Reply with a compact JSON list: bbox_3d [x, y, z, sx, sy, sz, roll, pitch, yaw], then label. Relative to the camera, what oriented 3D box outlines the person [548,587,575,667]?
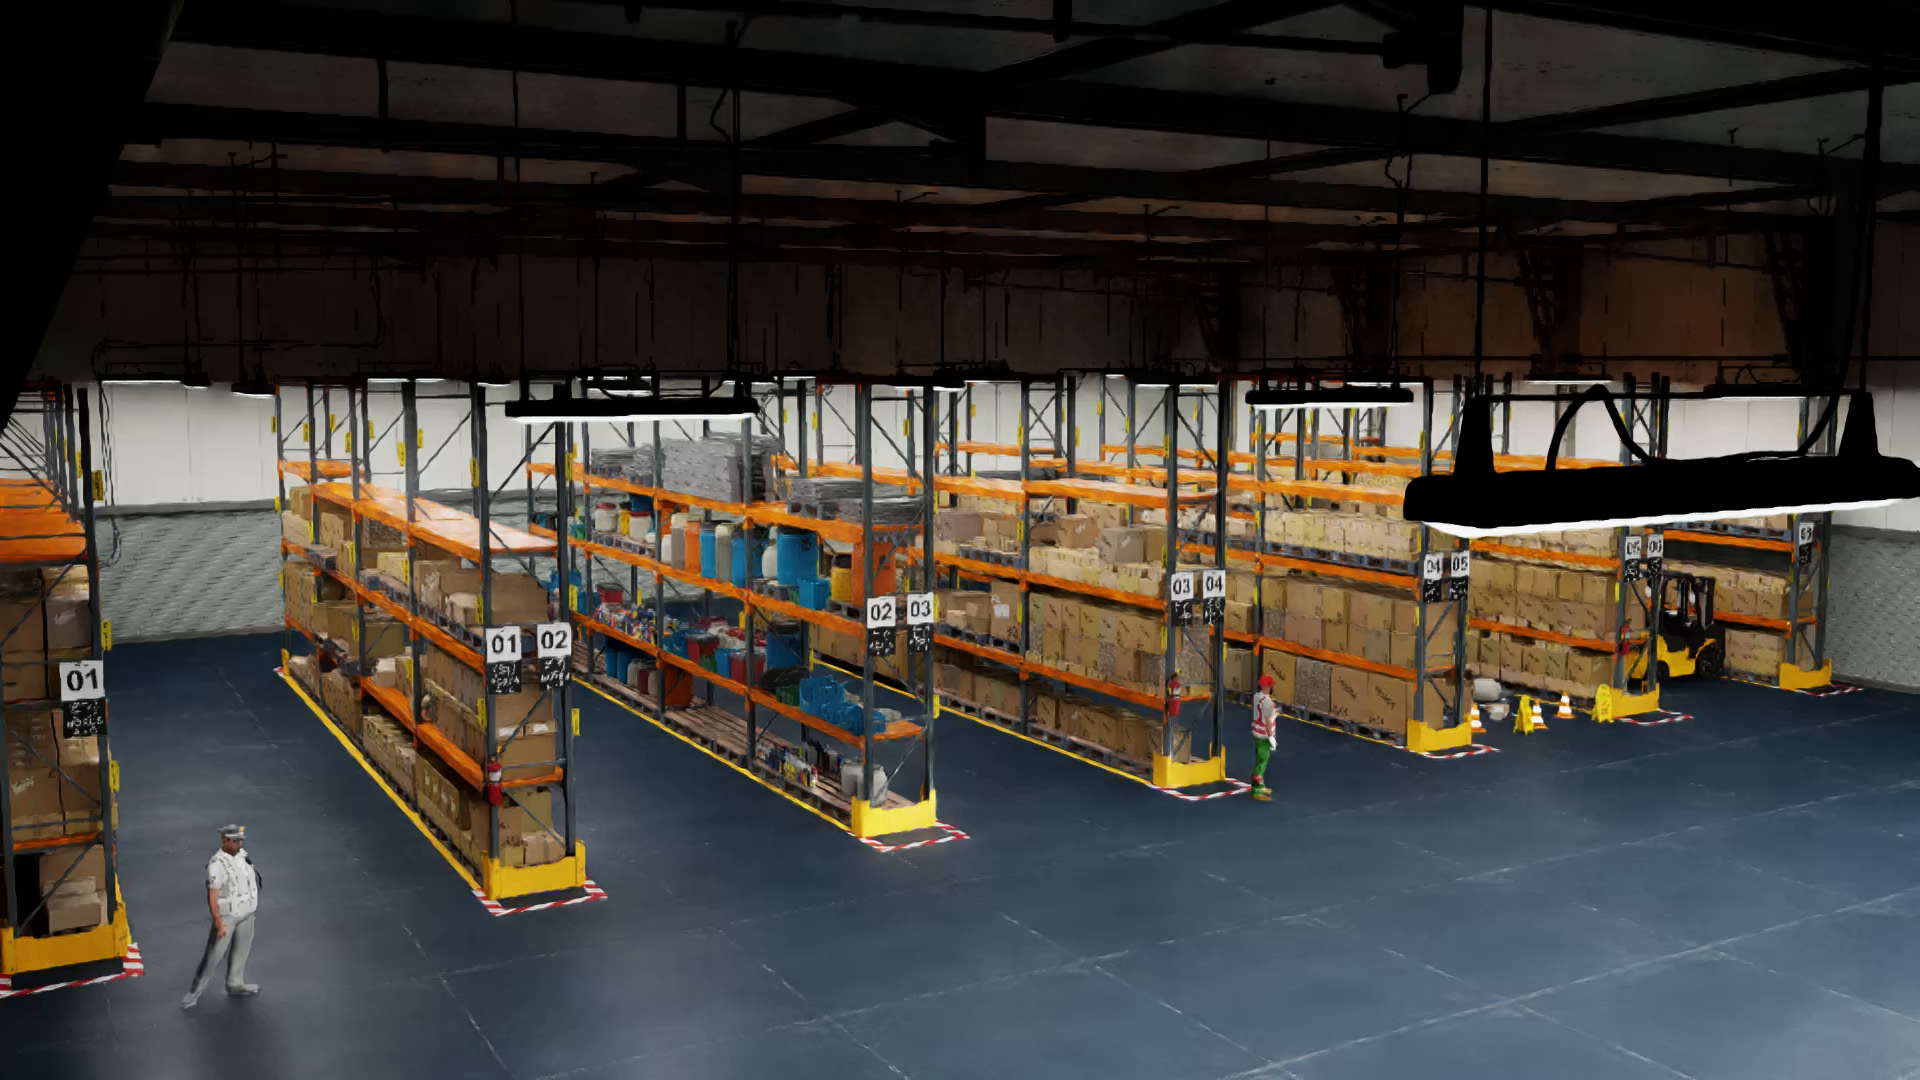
[{"bbox_3d":[-7.951,1.816,33.147,0.616,1.771,0.570,0,6,1],"label":"person"}]

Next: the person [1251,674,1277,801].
[{"bbox_3d":[4.367,2.812,23.926,0.420,1.791,0.627,-1,6,-6],"label":"person"}]

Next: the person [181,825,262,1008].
[{"bbox_3d":[-7.286,3.684,16.351,0.548,1.744,0.741,2,7,17],"label":"person"}]

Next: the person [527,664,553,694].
[{"bbox_3d":[-6.901,2.583,27.004,0.598,1.619,0.507,-4,7,-31],"label":"person"}]
